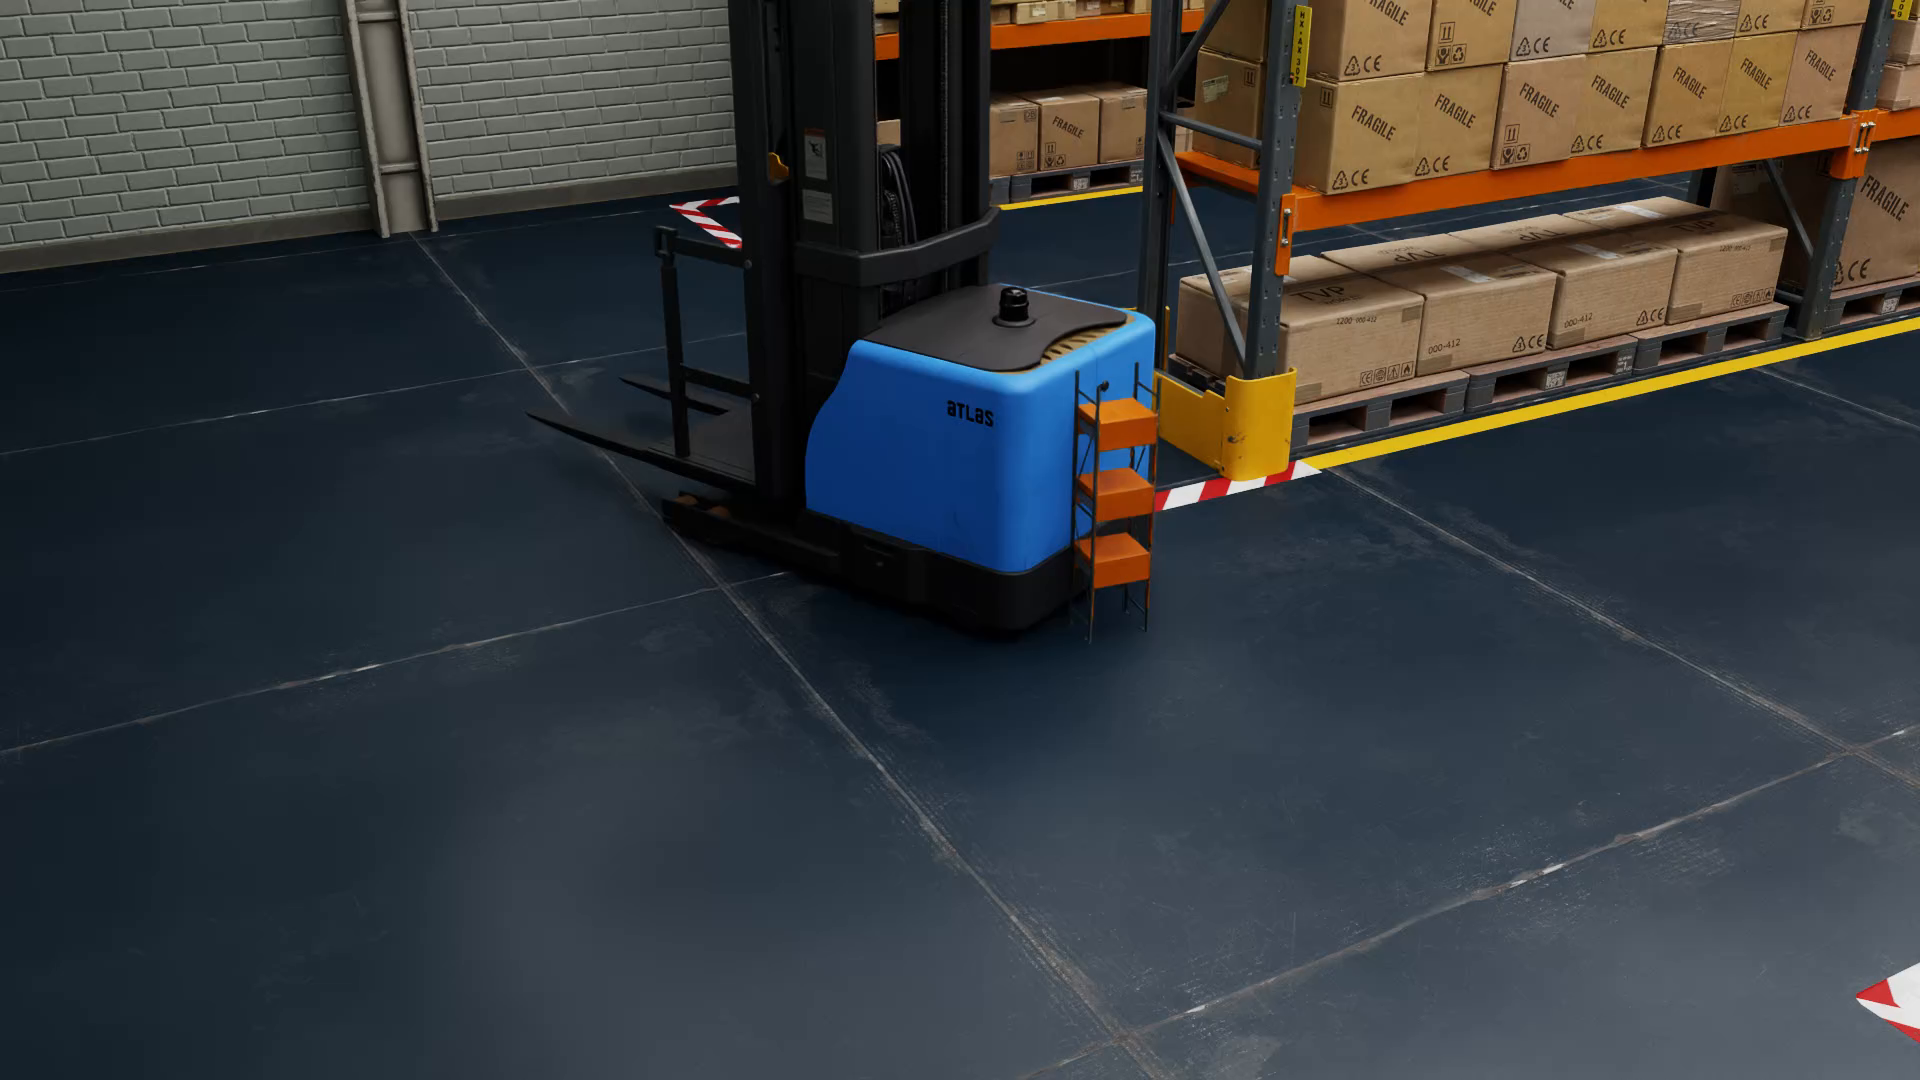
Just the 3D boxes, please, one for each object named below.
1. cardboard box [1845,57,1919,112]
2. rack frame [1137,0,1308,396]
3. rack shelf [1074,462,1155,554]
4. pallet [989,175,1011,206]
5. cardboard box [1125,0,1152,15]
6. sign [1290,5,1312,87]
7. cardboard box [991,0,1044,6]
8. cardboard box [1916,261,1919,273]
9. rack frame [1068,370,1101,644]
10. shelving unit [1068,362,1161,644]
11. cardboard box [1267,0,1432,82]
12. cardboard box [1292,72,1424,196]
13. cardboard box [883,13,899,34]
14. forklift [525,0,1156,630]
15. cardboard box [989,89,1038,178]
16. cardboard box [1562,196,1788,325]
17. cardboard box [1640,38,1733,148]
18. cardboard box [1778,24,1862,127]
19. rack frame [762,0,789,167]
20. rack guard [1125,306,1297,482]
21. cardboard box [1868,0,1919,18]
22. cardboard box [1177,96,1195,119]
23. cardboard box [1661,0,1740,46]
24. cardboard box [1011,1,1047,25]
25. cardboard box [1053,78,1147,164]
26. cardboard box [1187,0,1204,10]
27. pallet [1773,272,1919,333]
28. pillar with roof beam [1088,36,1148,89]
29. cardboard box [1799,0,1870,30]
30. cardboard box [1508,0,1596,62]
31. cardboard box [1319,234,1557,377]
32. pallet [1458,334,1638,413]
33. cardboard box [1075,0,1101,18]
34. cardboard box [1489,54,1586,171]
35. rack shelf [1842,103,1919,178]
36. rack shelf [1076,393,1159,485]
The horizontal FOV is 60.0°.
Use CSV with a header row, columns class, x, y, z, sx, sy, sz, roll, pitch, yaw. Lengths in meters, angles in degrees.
class,x,y,z,sx,sy,sz,roll,pitch,yaw
cardboard box,5.230,-2.616,9.406,0.500,0.250,0.500,-14,29,-26
rack frame,1.189,-1.880,7.700,0.127,3.000,1.000,-13,29,-25
rack shelf,0.580,-0.122,6.315,0.240,0.259,0.215,-10,27,-19
pallet,-0.380,-2.696,12.622,1.213,0.211,1.003,-13,29,-25
cardboard box,1.323,-4.086,12.584,0.250,0.149,0.380,-13,29,-26
sign,1.444,-2.093,7.052,0.005,0.325,0.100,-13,29,-25
cardboard box,0.267,-4.038,12.025,0.500,0.250,0.500,-14,29,-26
cardboard box,6.021,-2.270,10.482,0.875,0.875,0.875,-12,28,-24
rack frame,0.466,-0.113,6.271,0.008,1.050,0.200,-10,27,-19
shelving unit,0.580,-0.132,6.311,0.252,1.050,0.215,-10,27,-19
cardboard box,1.746,-2.365,7.439,0.500,0.500,0.500,-14,29,-26
cardboard box,1.747,-1.913,7.654,0.500,0.500,0.500,-13,29,-25
cardboard box,-0.529,-3.693,11.767,0.250,0.149,0.380,-12,28,-24
forklift,-0.688,-1.465,6.915,3.031,2.935,1.130,18,31,32
cardboard box,0.206,-3.085,12.613,0.500,0.500,0.700,-12,28,-23
cardboard box,4.114,-1.642,9.680,0.875,0.438,0.875,-13,29,-26
cardboard box,3.541,-2.333,8.528,0.500,0.500,0.500,-13,29,-26
cardboard box,4.429,-2.548,8.975,0.500,0.500,0.500,-13,28,-25
rack frame,-1.150,-3.775,11.647,0.127,3.000,1.000,-13,29,-25
rack guard,1.167,-0.748,8.231,0.348,0.500,1.175,-13,29,-25
cardboard box,5.242,-3.170,9.117,0.500,0.500,0.500,-13,28,-25
cardboard box,1.685,-3.523,13.742,0.500,0.311,0.500,-12,28,-23
cardboard box,3.535,-2.781,8.307,0.500,0.500,0.500,-13,28,-24
cardboard box,0.429,-3.867,12.129,0.250,0.149,0.380,-14,29,-27
cardboard box,1.122,-3.296,13.053,0.500,0.500,0.700,-14,29,-27
cardboard box,1.779,-4.192,12.805,0.250,0.149,0.380,-12,28,-24
pallet,5.363,-1.624,10.388,1.213,0.211,1.003,-13,29,-25
pillar with roof beam,3.366,-5.852,9.042,0.400,9.000,9.100,-13,29,-25
cardboard box,4.432,-2.989,8.739,0.500,0.500,0.500,-13,29,-26
cardboard box,2.649,-2.581,7.888,0.500,0.500,0.500,-13,29,-25
cardboard box,2.527,-1.277,8.918,0.875,0.438,0.875,-12,28,-24
pallet,2.932,-1.062,9.219,1.213,0.211,1.003,-13,29,-25
cardboard box,0.847,-4.008,12.421,0.250,0.149,0.380,-13,29,-25
cardboard box,2.638,-2.124,8.092,0.500,0.500,0.500,-13,29,-25
rack shelf,6.483,-2.778,10.401,4.000,0.370,1.077,-13,29,-25
rack shelf,0.580,-0.378,6.193,0.240,0.259,0.215,-10,27,-19
